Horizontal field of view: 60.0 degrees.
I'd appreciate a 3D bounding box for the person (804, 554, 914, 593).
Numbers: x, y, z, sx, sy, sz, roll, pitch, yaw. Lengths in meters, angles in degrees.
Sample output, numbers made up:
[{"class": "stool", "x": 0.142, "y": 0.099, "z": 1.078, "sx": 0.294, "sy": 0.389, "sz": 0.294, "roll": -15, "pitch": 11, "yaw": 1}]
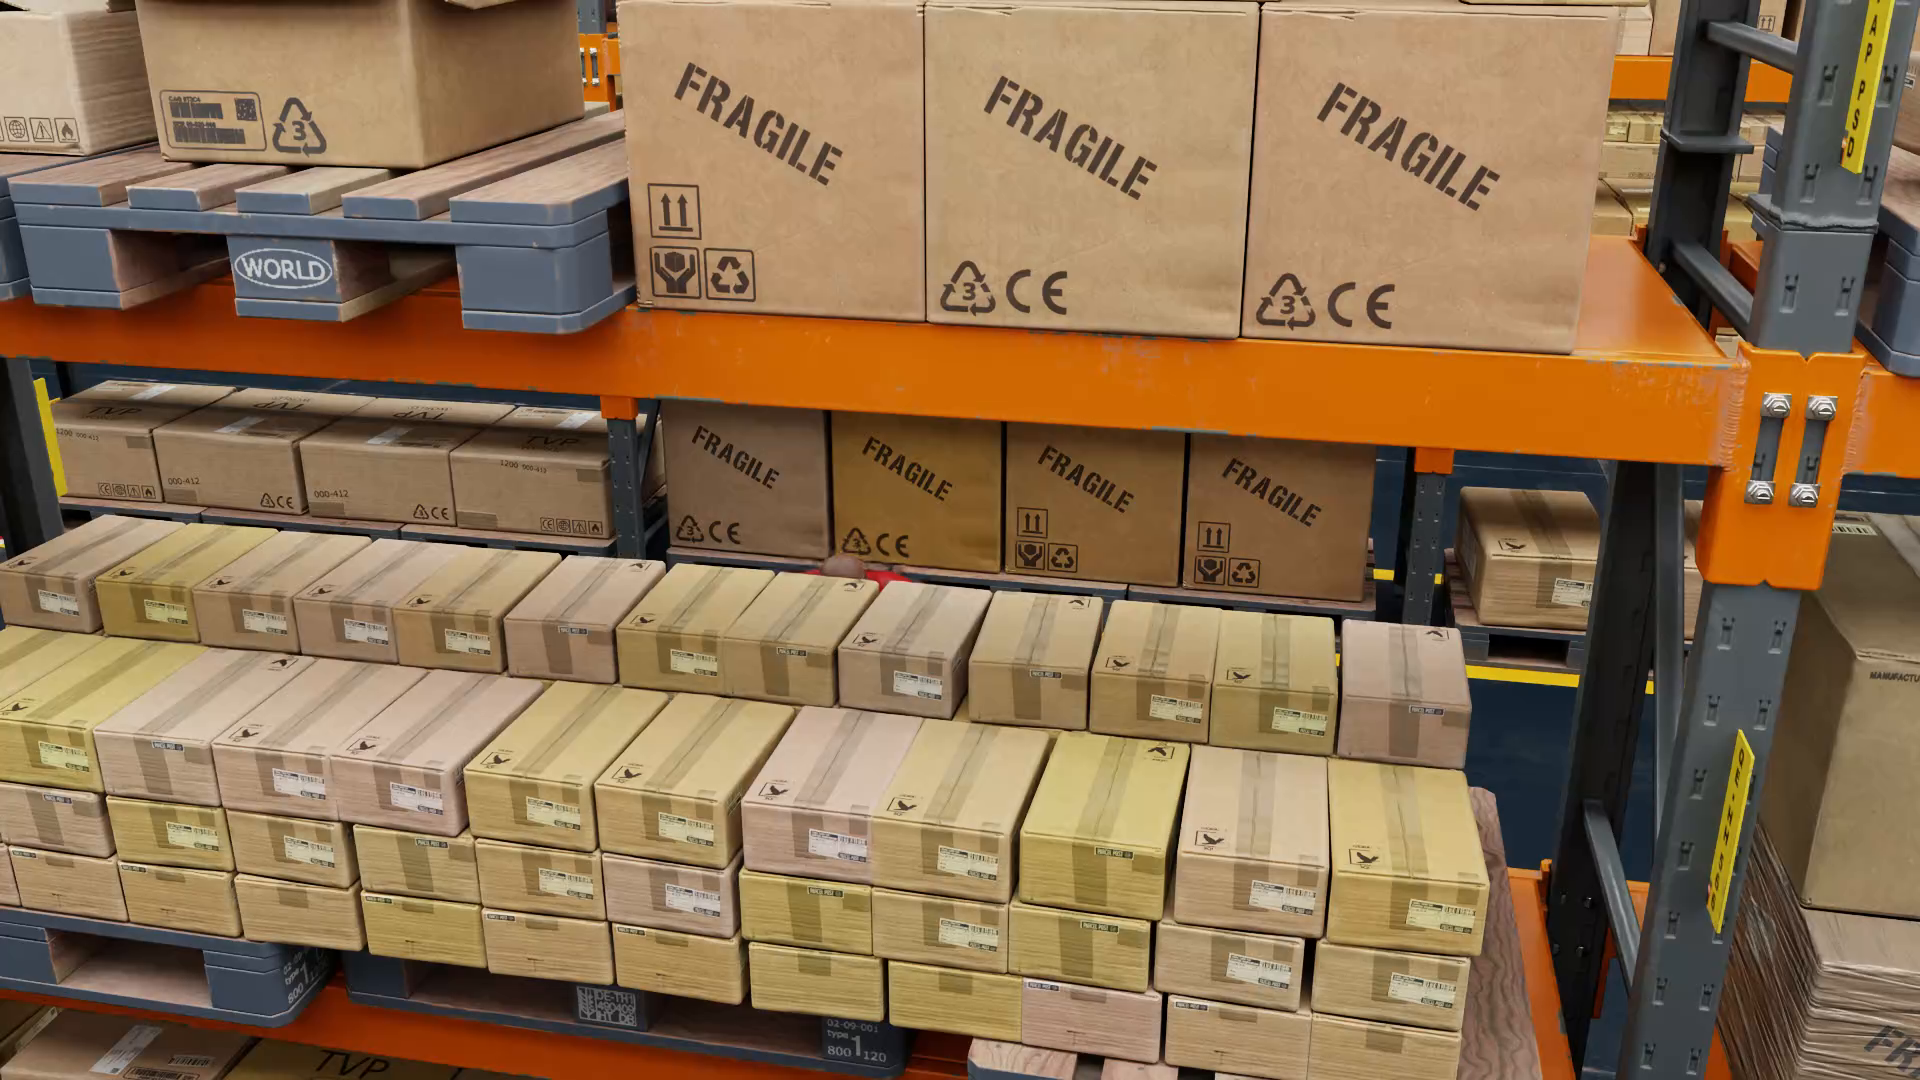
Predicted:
[{"class": "person", "x": -0.351, "y": 0.598, "z": 6.071, "sx": 0.590, "sy": 1.379, "sz": 0.725, "roll": 4, "pitch": 22, "yaw": 11}]
